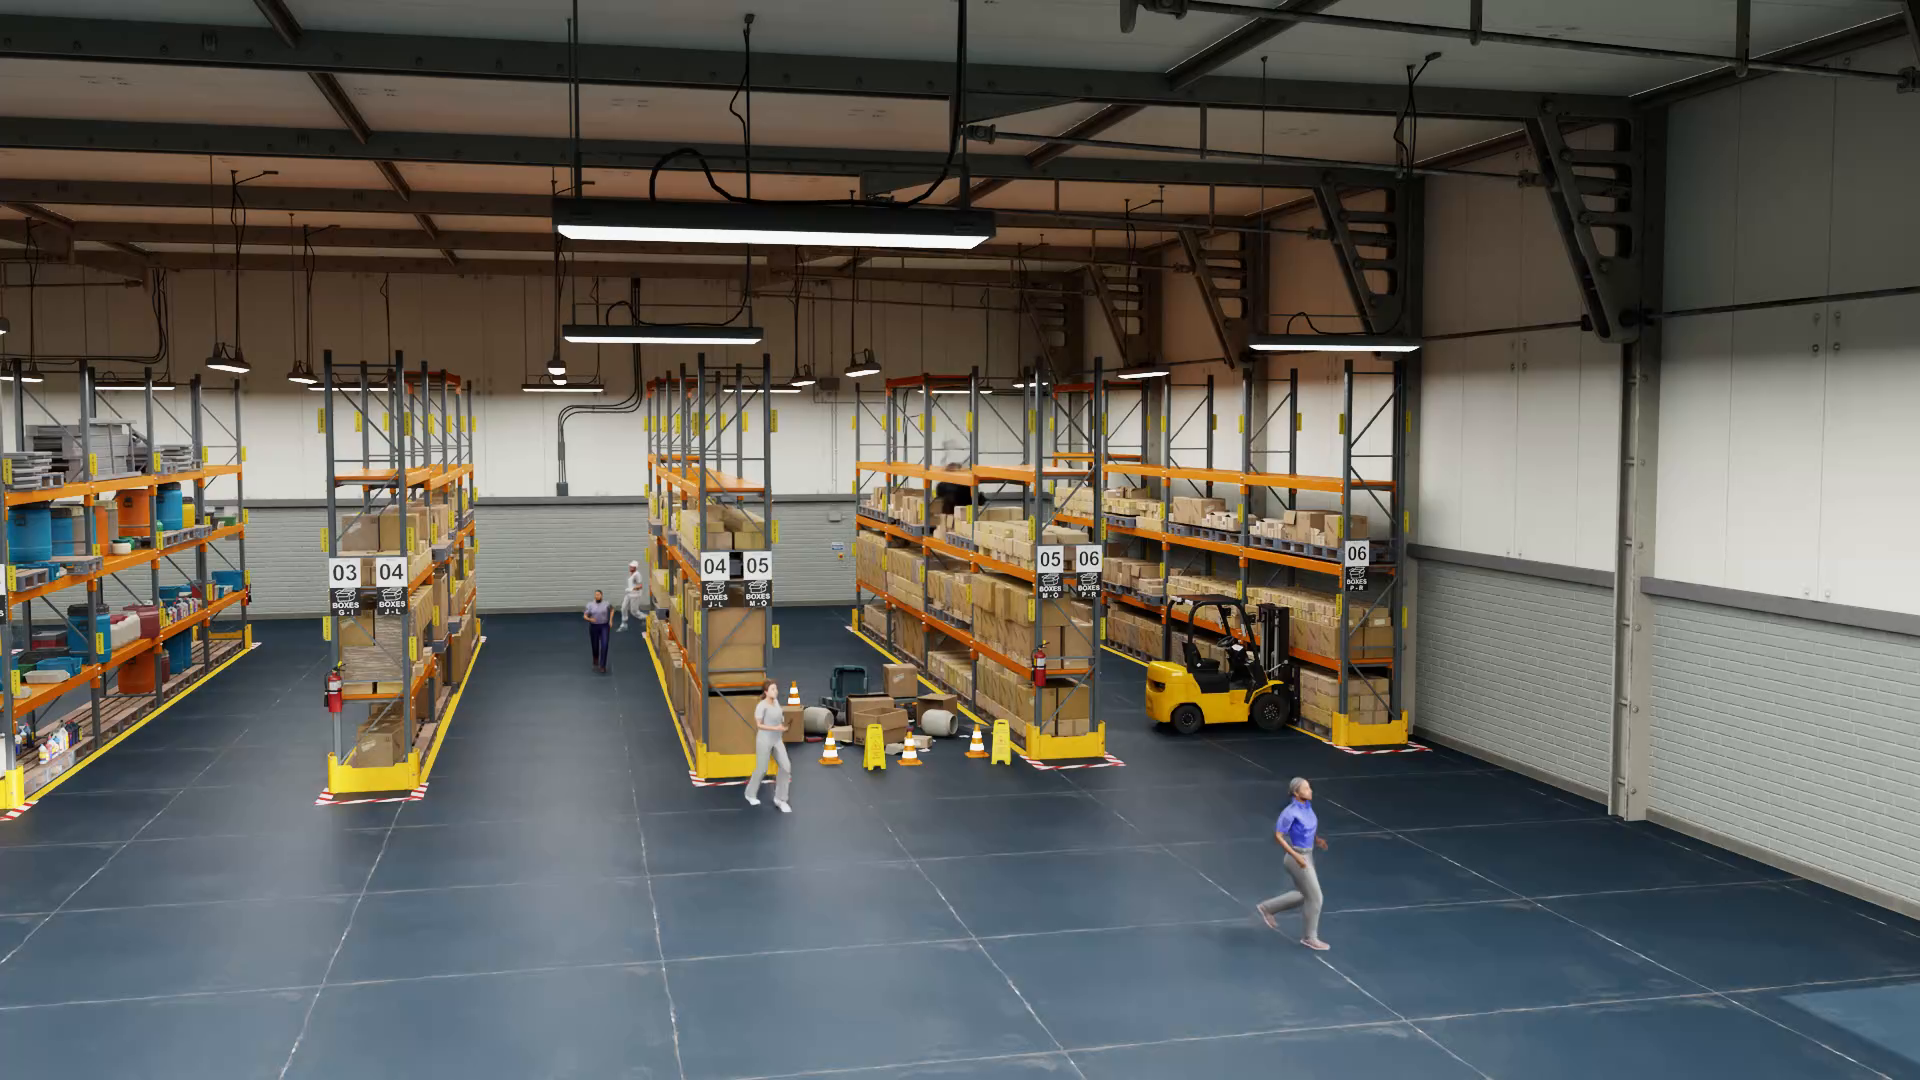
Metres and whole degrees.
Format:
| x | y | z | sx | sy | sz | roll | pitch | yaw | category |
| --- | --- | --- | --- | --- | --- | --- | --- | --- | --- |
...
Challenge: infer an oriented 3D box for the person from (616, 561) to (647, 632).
| x | y | z | sx | sy | sz | roll | pitch | yaw | category |
| --- | --- | --- | --- | --- | --- | --- | --- | --- | --- |
| -7.817 | 1.361 | 40.168 | 0.847 | 1.753 | 0.728 | -3 | 5 | -34 | person |

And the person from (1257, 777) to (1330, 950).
| x | y | z | sx | sy | sz | roll | pitch | yaw | category |
| --- | --- | --- | --- | --- | --- | --- | --- | --- | --- |
| 3.216 | 3.092 | 15.990 | 0.726 | 1.638 | 0.576 | 2 | 4 | 27 | person |

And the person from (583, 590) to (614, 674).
| x | y | z | sx | sy | sz | roll | pitch | yaw | category |
| --- | --- | --- | --- | --- | --- | --- | --- | --- | --- |
| -7.326 | 1.835 | 33.758 | 0.616 | 1.668 | 0.925 | -1 | 4 | -12 | person |

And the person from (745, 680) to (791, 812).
| x | y | z | sx | sy | sz | roll | pitch | yaw | category |
| --- | --- | --- | --- | --- | --- | --- | --- | --- | --- |
| -2.481 | 2.671 | 21.586 | 0.761 | 1.732 | 0.577 | 3 | 5 | 38 | person |
